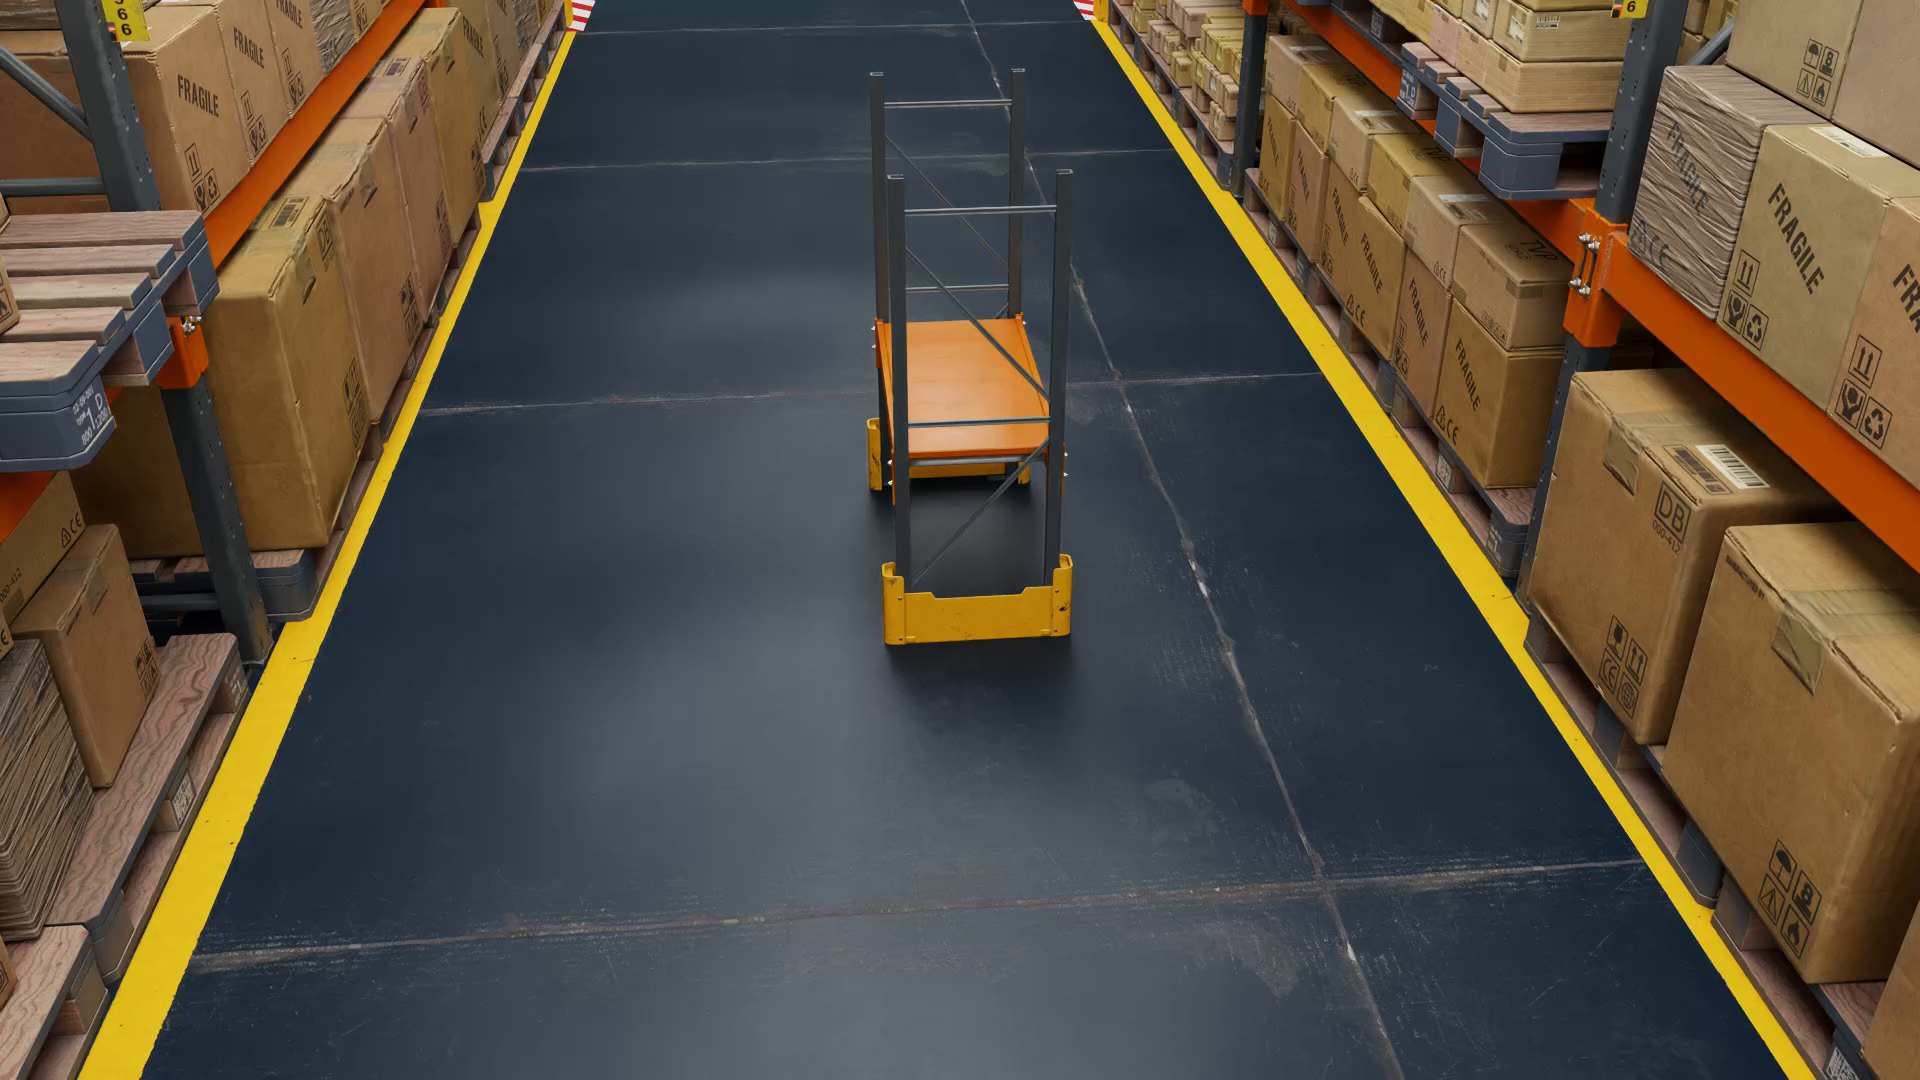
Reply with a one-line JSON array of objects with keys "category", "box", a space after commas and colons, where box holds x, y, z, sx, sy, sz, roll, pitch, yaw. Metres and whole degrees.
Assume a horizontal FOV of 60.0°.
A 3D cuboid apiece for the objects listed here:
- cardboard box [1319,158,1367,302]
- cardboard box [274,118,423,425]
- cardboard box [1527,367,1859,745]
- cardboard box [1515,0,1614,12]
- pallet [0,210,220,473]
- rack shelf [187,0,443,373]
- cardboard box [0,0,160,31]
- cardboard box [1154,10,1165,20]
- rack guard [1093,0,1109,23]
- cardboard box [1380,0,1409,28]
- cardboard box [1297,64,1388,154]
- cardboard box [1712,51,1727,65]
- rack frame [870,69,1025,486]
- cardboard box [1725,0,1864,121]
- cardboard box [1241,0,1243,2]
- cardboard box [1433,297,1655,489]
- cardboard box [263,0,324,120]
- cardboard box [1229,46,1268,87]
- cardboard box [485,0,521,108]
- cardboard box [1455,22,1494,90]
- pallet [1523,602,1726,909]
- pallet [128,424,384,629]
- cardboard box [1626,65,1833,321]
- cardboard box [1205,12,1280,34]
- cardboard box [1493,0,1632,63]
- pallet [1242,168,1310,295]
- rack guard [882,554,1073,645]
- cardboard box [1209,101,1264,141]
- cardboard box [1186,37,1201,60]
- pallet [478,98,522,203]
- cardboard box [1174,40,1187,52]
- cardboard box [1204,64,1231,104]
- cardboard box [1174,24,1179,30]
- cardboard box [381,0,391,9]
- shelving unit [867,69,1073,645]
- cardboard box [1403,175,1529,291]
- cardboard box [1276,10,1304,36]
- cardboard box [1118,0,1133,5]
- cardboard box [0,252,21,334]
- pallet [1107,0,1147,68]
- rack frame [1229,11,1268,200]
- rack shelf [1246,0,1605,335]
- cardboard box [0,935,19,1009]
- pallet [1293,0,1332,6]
[{"category": "cardboard box", "box": [1.857, -1.314, 7.052, 0.500, 0.500, 0.500, -2, 31, -4]}, {"category": "cardboard box", "box": [-2.755, -0.982, 6.132, 1.225, 0.875, 0.875, -3, 31, -4]}, {"category": "cardboard box", "box": [2.280, 0.010, 4.593, 1.050, 0.750, 0.750, -3, 31, -5]}, {"category": "cardboard box", "box": [1.810, -1.647, 4.838, 0.380, 0.149, 0.250, -4, 31, -7]}, {"category": "pallet", "box": [-2.463, -0.464, 3.789, 1.213, 0.211, 1.003, -3, 31, -5]}, {"category": "rack shelf", "box": [-2.822, -1.617, 6.234, 1.077, 0.370, 4.000, -3, 31, -5]}, {"category": "cardboard box", "box": [-2.688, -1.753, 4.684, 0.797, 0.503, 0.637, -2, 31, -3]}, {"category": "cardboard box", "box": [1.464, -3.332, 10.773, 0.380, 0.149, 0.250, -3, 31, -4]}, {"category": "rack guard", "box": [1.572, -4.064, 12.066, 1.175, 0.500, 0.348, -3, 31, -5]}, {"category": "cardboard box", "box": [1.716, -1.916, 5.869, 0.380, 0.149, 0.250, -4, 31, -7]}, {"category": "cardboard box", "box": [1.797, -1.901, 7.304, 0.500, 0.250, 0.500, -2, 31, -3]}, {"category": "cardboard box", "box": [2.471, -1.402, 5.007, 0.380, 0.149, 0.250, -3, 31, -5]}, {"category": "rack frame", "box": [-0.040, -0.860, 5.727, 0.500, 1.500, 0.032, -3, 31, -5]}, {"category": "cardboard box", "box": [2.344, -1.334, 3.985, 0.700, 0.500, 0.500, -3, 31, -5]}, {"category": "cardboard box", "box": [1.537, -3.309, 10.155, 0.380, 0.149, 0.250, -3, 31, -4]}, {"category": "cardboard box", "box": [1.990, -0.522, 5.727, 0.500, 0.500, 0.500, -3, 31, -5]}, {"category": "cardboard box", "box": [-2.512, -1.734, 5.630, 0.500, 0.500, 0.500, -3, 31, -5]}, {"category": "cardboard box", "box": [1.646, -2.514, 8.825, 0.380, 0.149, 0.250, -2, 31, -3]}, {"category": "cardboard box", "box": [-3.075, -3.016, 9.536, 0.875, 0.875, 0.875, -3, 31, -5]}, {"category": "cardboard box", "box": [1.787, -1.520, 5.206, 0.380, 0.149, 0.250, -3, 31, -5]}, {"category": "pallet", "box": [2.311, 0.512, 4.687, 1.003, 0.211, 1.213, -3, 31, -5]}, {"category": "pallet", "box": [-2.634, -0.114, 5.735, 1.003, 0.211, 1.213, -3, 31, -5]}, {"category": "cardboard box", "box": [2.085, -0.892, 4.221, 0.500, 0.500, 0.500, -2, 31, -4]}, {"category": "cardboard box", "box": [1.606, -2.906, 9.480, 0.380, 0.149, 0.250, -2, 31, -3]}, {"category": "cardboard box", "box": [1.813, -1.522, 4.918, 0.380, 0.149, 0.250, -2, 31, -4]}, {"category": "pallet", "box": [2.013, -1.539, 8.121, 1.003, 0.211, 1.213, -3, 31, -5]}, {"category": "rack guard", "box": [0.054, 0.186, 5.195, 0.587, 0.250, 0.087, -3, 31, -5]}, {"category": "cardboard box", "box": [1.563, -2.274, 9.002, 0.380, 0.149, 0.250, -2, 31, -4]}, {"category": "cardboard box", "box": [1.543, -2.899, 9.758, 0.380, 0.149, 0.250, -2, 31, -3]}, {"category": "pallet", "box": [-3.002, -2.142, 9.131, 1.003, 0.211, 1.213, -3, 31, -5]}, {"category": "cardboard box", "box": [1.508, -2.939, 10.115, 0.380, 0.149, 0.250, -2, 31, -4]}, {"category": "cardboard box", "box": [1.555, -2.501, 9.092, 0.380, 0.149, 0.250, -4, 31, -7]}, {"category": "cardboard box", "box": [1.540, -3.313, 10.452, 0.380, 0.149, 0.250, -1, 31, -2]}, {"category": "cardboard box", "box": [-2.654, -2.512, 6.932, 0.500, 0.500, 0.500, -2, 31, -3]}, {"category": "shelving unit", "box": [0.007, -0.605, 5.300, 0.587, 1.500, 1.083, -3, 31, -5]}, {"category": "cardboard box", "box": [1.929, -1.114, 5.987, 0.500, 0.250, 0.500, -2, 31, -4]}, {"category": "cardboard box", "box": [2.026, -2.933, 9.526, 0.380, 0.149, 0.250, -4, 31, -6]}, {"category": "cardboard box", "box": [1.295, -3.849, 11.640, 0.380, 0.149, 0.250, -2, 31, -4]}, {"category": "cardboard box", "box": [-2.393, -0.574, 3.279, 0.700, 0.500, 0.500, 2, 31, 3]}, {"category": "pallet", "box": [1.613, -3.523, 11.443, 1.003, 0.211, 1.213, -3, 31, -5]}, {"category": "rack frame", "box": [1.938, -3.133, 8.071, 1.000, 3.000, 0.127, -3, 31, -5]}, {"category": "rack shelf", "box": [2.125, -1.803, 6.546, 1.077, 0.370, 4.000, -3, 31, -5]}, {"category": "cardboard box", "box": [-2.429, 0.892, 3.340, 0.700, 0.500, 0.500, 0, 31, 0]}, {"category": "pallet", "box": [1.865, -2.654, 7.455, 1.003, 0.211, 1.213, -3, 31, -5]}]
